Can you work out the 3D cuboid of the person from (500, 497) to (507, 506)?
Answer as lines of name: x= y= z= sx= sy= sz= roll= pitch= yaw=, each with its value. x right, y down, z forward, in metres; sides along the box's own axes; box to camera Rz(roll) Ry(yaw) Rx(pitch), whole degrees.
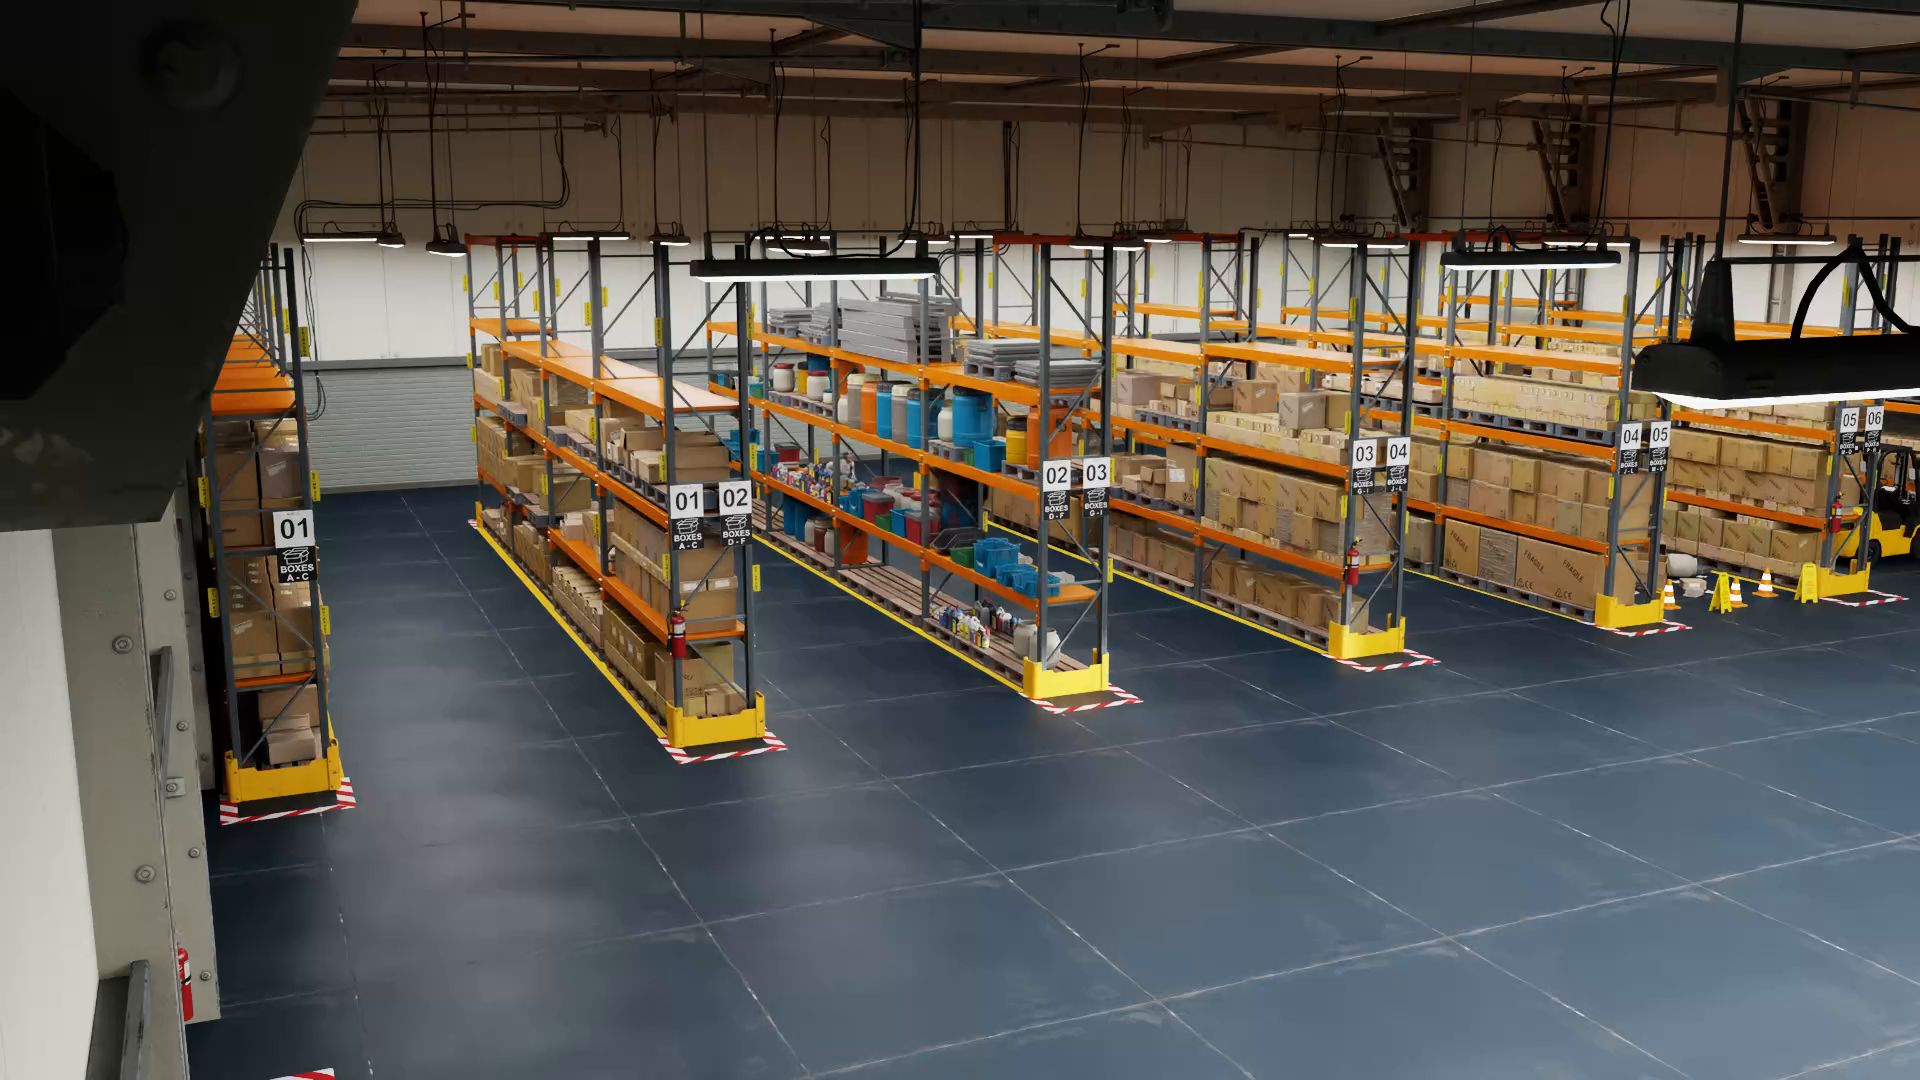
person: x=-9.489 y=-1.383 z=35.836 sx=0.877 sy=1.711 sz=0.648 roll=-3 pitch=11 yaw=-16

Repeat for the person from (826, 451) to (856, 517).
person: x=-2.534 y=-1.170 z=35.264 sx=0.639 sy=1.493 sz=0.788 roll=-11 pitch=15 yaw=-44
